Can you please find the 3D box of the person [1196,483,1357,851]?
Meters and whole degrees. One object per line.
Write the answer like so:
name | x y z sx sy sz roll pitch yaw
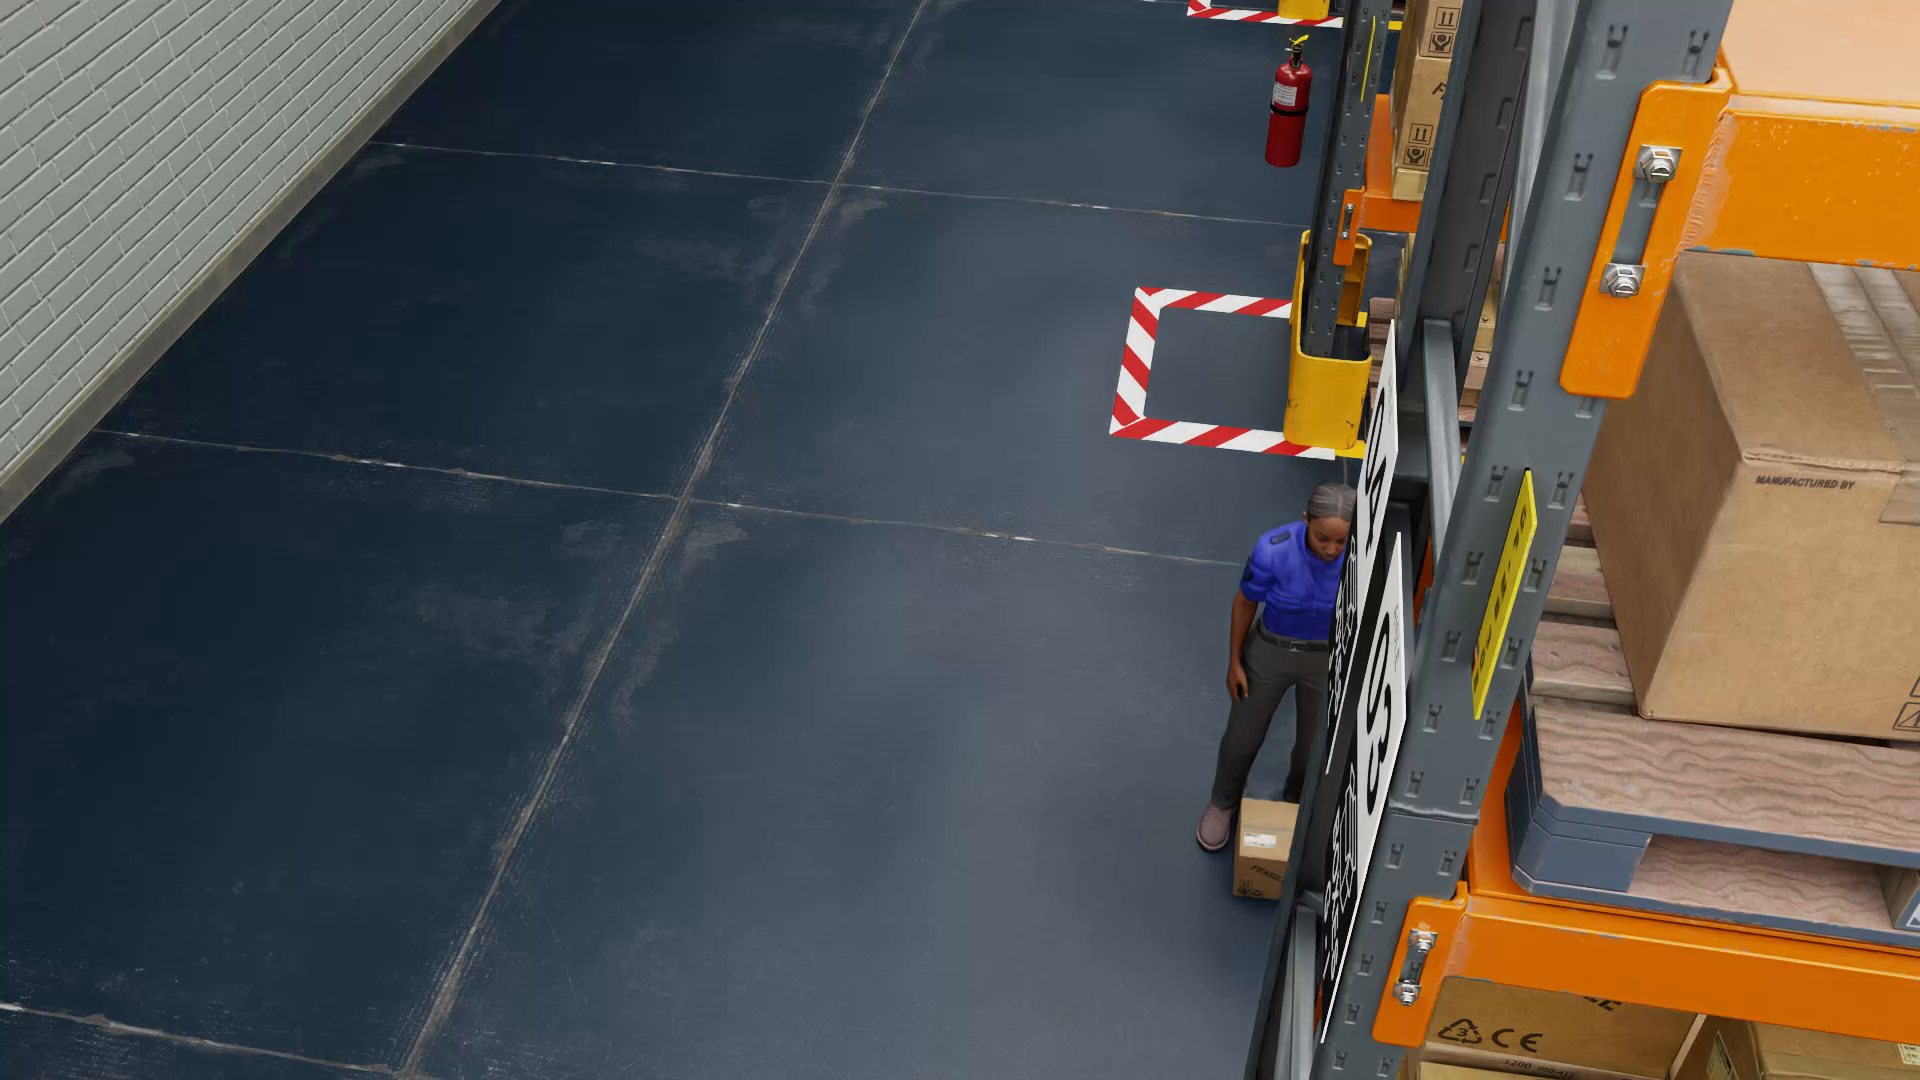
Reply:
person | 1.138 0.428 5.664 0.503 1.656 0.343 5 41 6
